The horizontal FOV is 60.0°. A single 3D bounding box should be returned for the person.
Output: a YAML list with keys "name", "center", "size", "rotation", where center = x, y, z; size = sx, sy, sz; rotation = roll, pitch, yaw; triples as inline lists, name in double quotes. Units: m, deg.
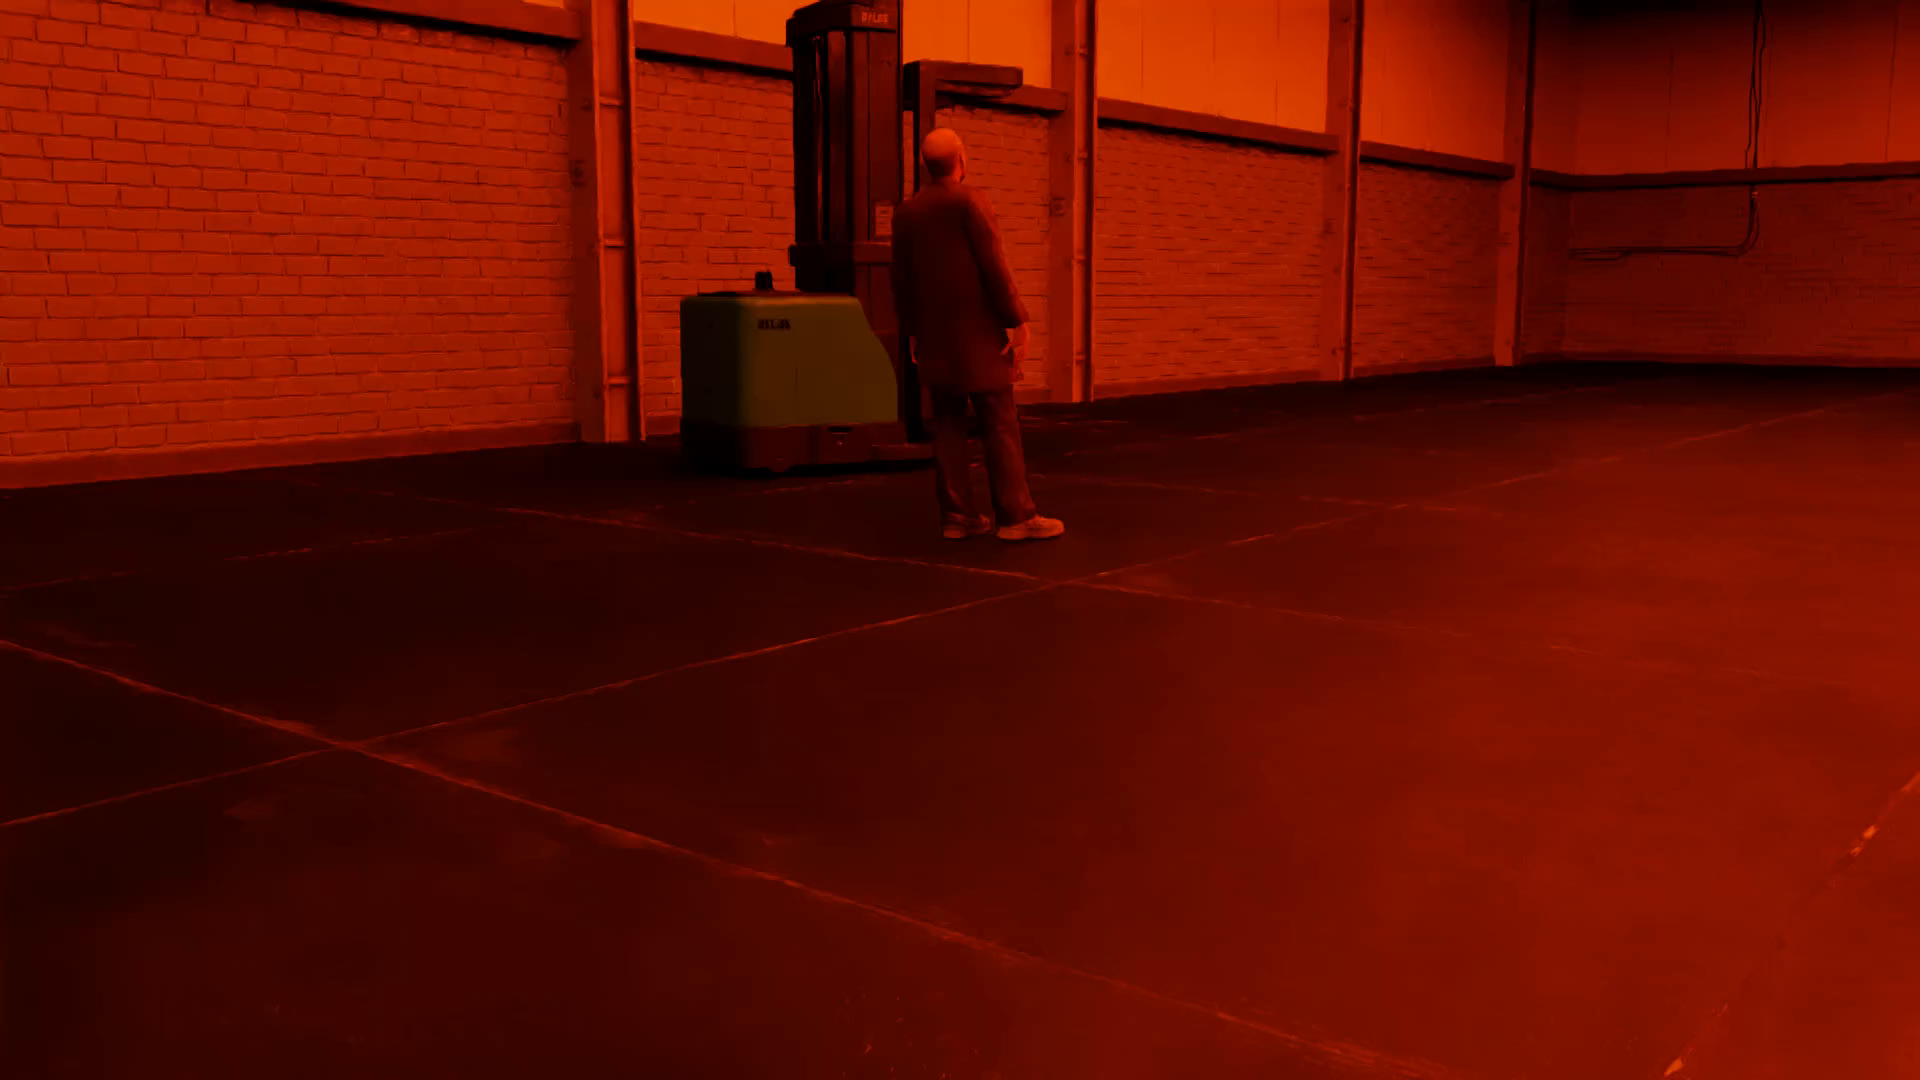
- name: "person"
  center: [0.061, -0.897, 7.343]
  size: [0.694, 1.776, 0.580]
  rotation: [7, 11, 38]

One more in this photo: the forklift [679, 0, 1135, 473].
- name: "forklift"
  center: [-0.259, -1.981, 10.822]
  size: [3.031, 2.935, 1.130]
  rotation: [-5, 10, -31]
